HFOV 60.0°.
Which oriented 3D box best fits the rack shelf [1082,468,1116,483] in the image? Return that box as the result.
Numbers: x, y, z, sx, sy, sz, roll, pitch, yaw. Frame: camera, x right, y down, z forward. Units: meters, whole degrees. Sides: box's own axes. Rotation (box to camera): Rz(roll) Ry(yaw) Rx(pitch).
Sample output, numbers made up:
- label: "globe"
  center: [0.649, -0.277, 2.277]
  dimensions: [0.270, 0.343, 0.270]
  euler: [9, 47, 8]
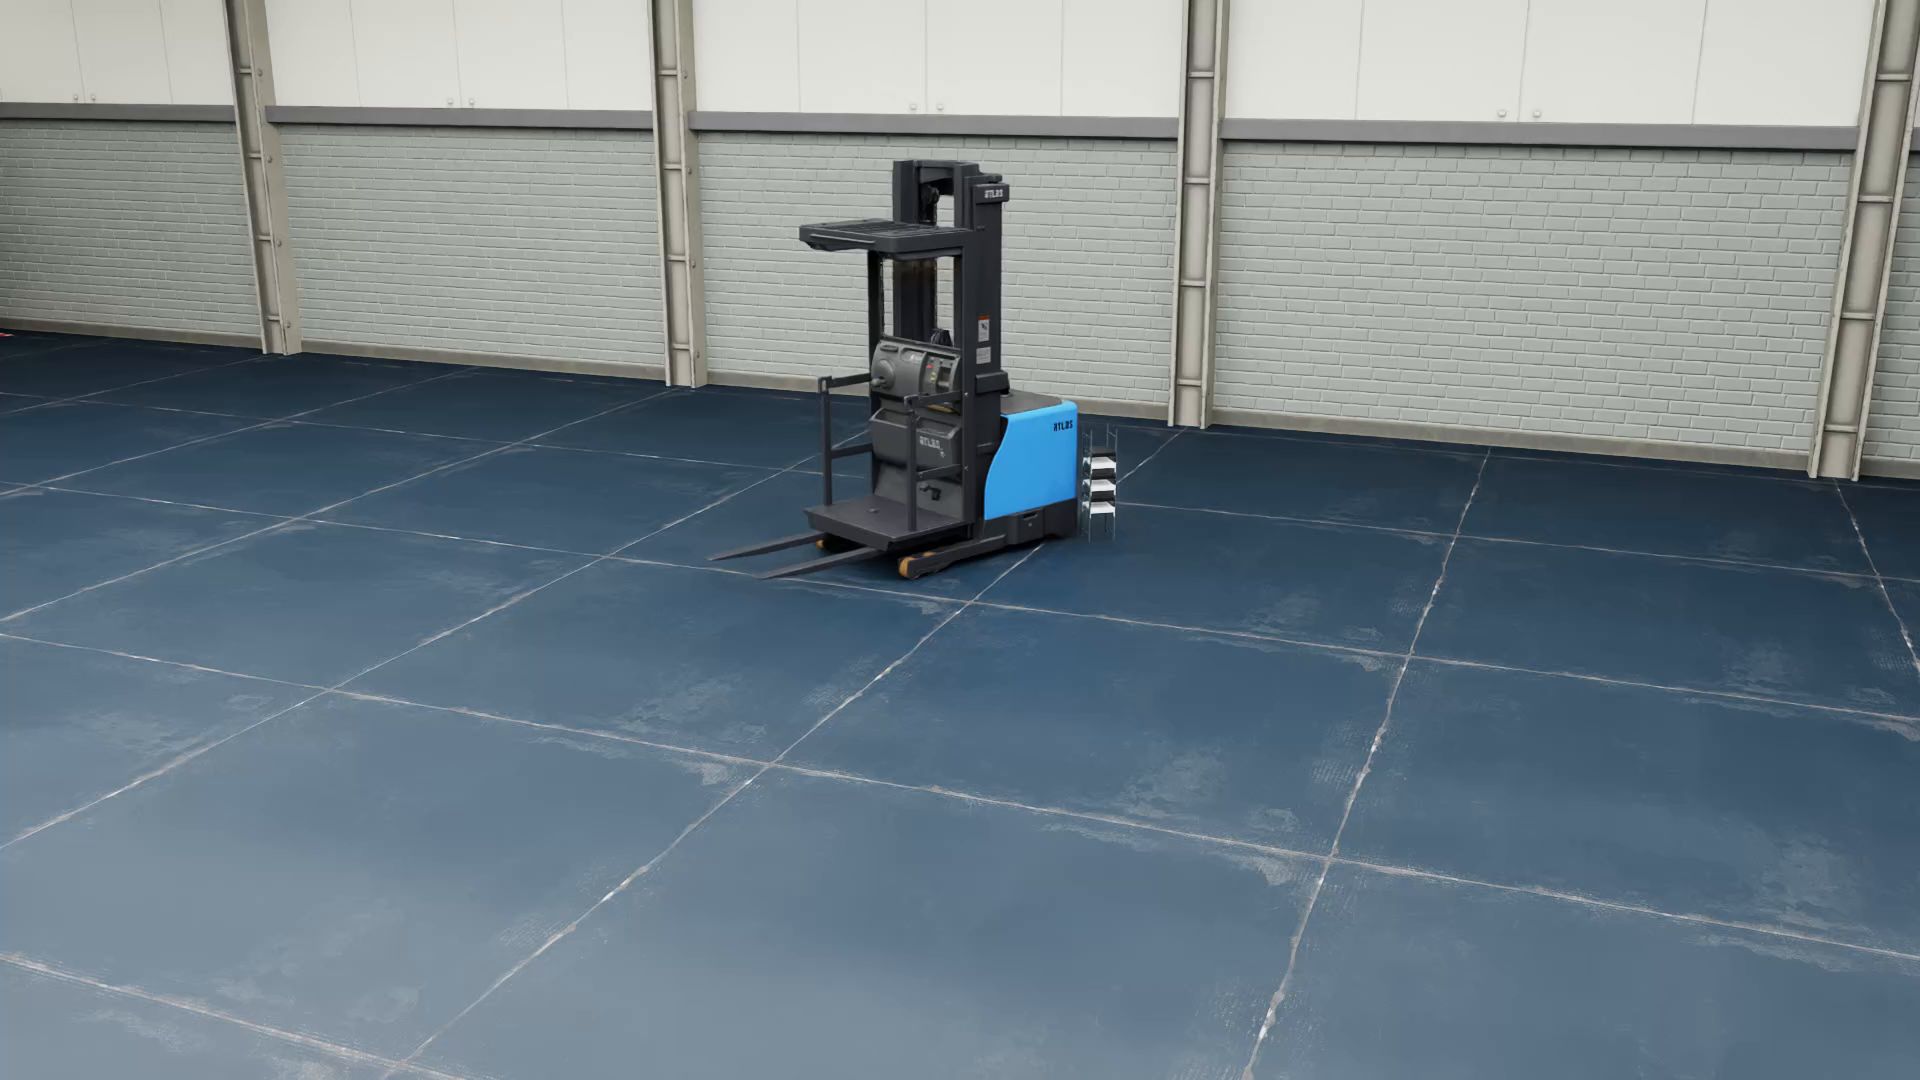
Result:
- label: "rack shelf"
  center: [1.092, -0.506, 13.099]
  dimensions: [0.200, 0.077, 0.258]
  euler: [-4, 17, -12]

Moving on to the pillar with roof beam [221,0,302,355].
- label: "pillar with roof beam"
  center: [-10.348, -5.636, 16.448]
  dimensions: [0.400, 9.000, 9.100]
  euler: [6, 17, 21]

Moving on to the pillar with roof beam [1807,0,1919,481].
- label: "pillar with roof beam"
  center: [6.397, -3.795, 10.105]
  dimensions: [0.400, 9.000, 9.100]
  euler: [6, 17, 21]

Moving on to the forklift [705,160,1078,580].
- label: "forklift"
  center: [-0.488, -1.279, 12.323]
  dimensions: [3.031, 2.935, 1.130]
  euler: [-14, 22, -41]

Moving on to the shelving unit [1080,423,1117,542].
- label: "shelving unit"
  center: [1.092, -0.451, 13.115]
  dimensions: [0.210, 0.900, 0.258]
  euler: [-4, 17, -12]

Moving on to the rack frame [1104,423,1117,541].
- label: "rack frame"
  center: [1.192, -0.458, 13.136]
  dimensions: [0.006, 0.900, 0.240]
  euler: [-4, 17, -12]

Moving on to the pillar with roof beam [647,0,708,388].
- label: "pillar with roof beam"
  center: [-4.766, -5.023, 14.334]
  dimensions: [0.400, 9.000, 9.100]
  euler: [6, 17, 21]

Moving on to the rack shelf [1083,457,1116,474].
- label: "rack shelf"
  center: [1.092, -0.592, 13.074]
  dimensions: [0.200, 0.077, 0.258]
  euler: [-4, 17, -12]

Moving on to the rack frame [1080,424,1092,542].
- label: "rack frame"
  center: [0.993, -0.445, 13.093]
  dimensions: [0.006, 0.900, 0.240]
  euler: [-4, 17, -12]

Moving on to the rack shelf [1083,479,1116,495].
- label: "rack shelf"
  center: [1.092, -0.419, 13.124]
  dimensions: [0.200, 0.077, 0.258]
  euler: [-4, 17, -12]

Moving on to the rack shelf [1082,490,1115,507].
- label: "rack shelf"
  center: [1.092, -0.333, 13.149]
  dimensions: [0.200, 0.077, 0.258]
  euler: [-4, 17, -12]

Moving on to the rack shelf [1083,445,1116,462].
- label: "rack shelf"
  center: [1.092, -0.679, 13.049]
  dimensions: [0.200, 0.077, 0.258]
  euler: [-4, 17, -12]

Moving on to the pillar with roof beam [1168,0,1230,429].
- label: "pillar with roof beam"
  center: [0.815, -4.409, 12.220]
  dimensions: [0.400, 9.000, 9.100]
  euler: [6, 17, 21]

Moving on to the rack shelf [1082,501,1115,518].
- label: "rack shelf"
  center: [1.092, -0.247, 13.174]
  dimensions: [0.200, 0.077, 0.258]
  euler: [-4, 17, -12]
